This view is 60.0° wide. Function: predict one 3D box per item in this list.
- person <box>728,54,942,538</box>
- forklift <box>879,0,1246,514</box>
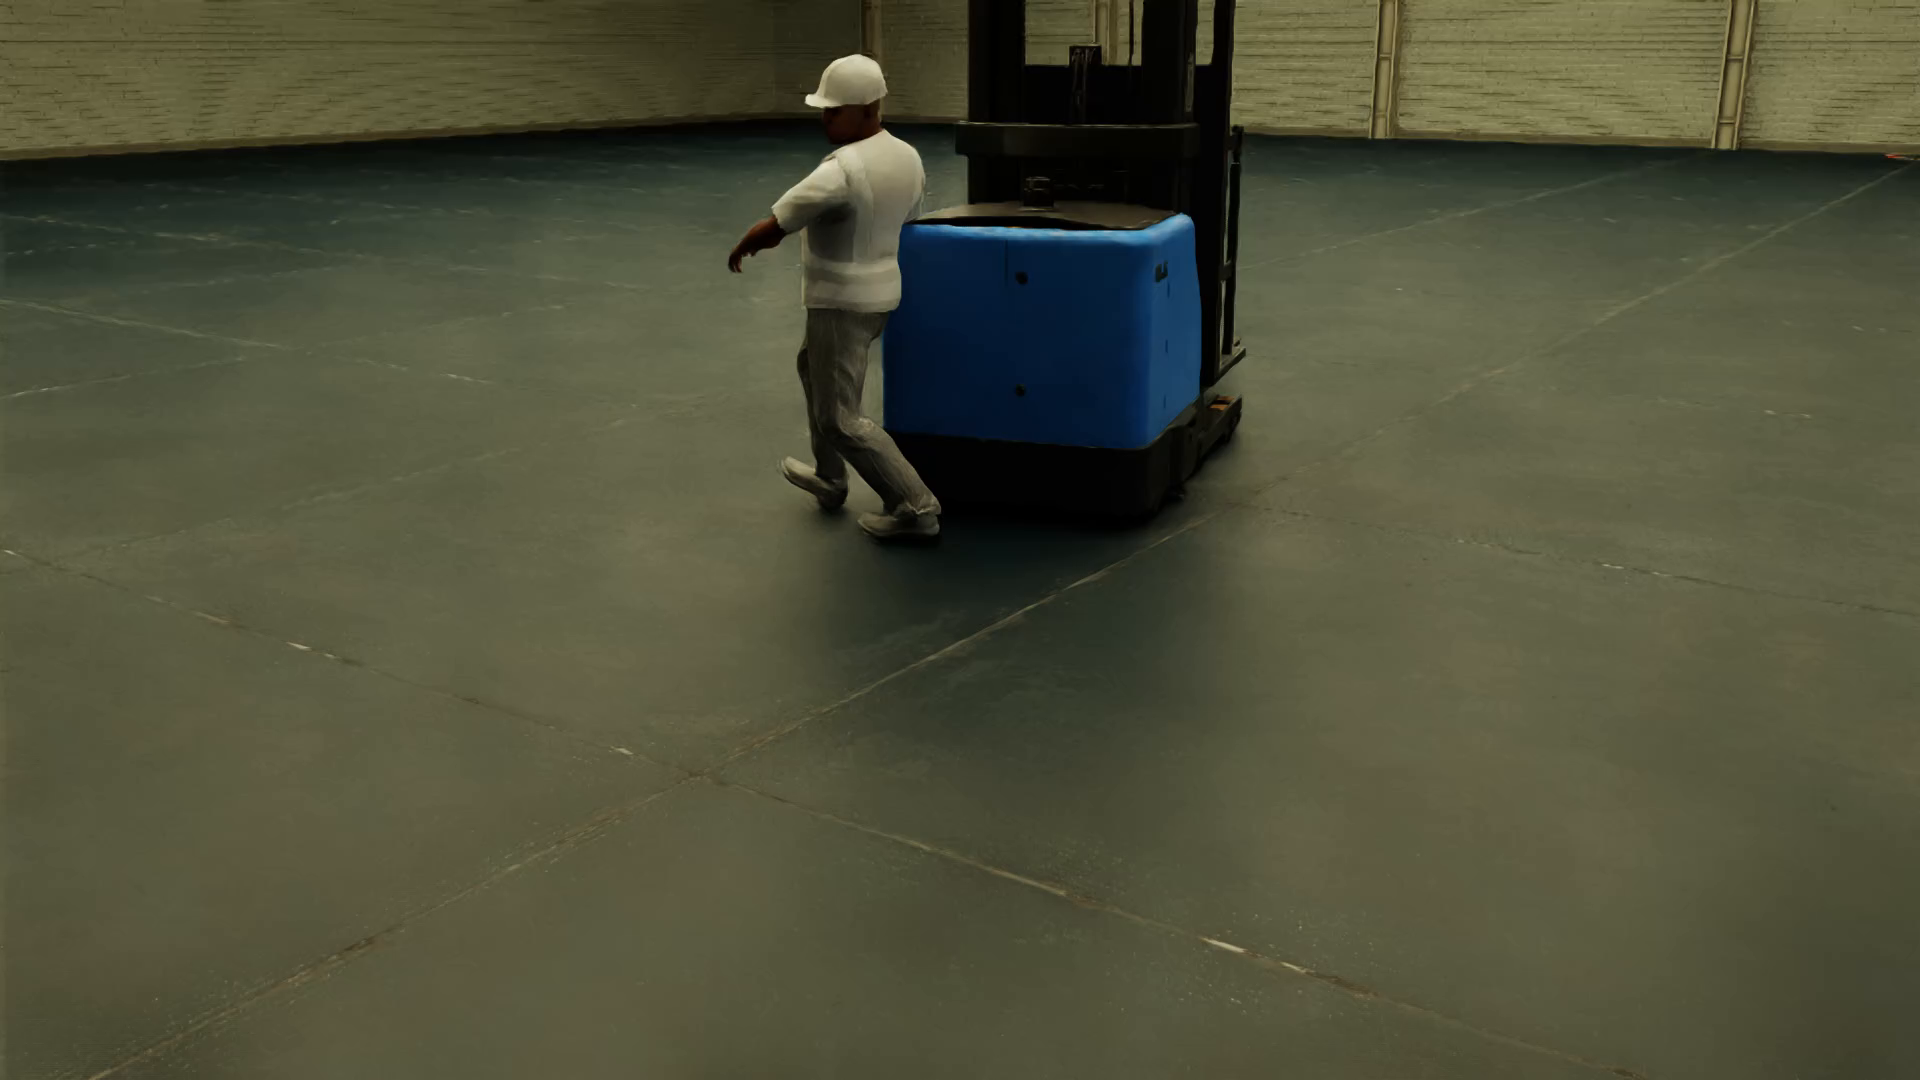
[{"bbox_3d":[-0.404,-0.877,6.003,0.857,1.687,0.758,5,17,17],"label":"person"},{"bbox_3d":[0.655,-1.879,7.115,1.130,2.935,3.031,6,18,18],"label":"forklift"}]
